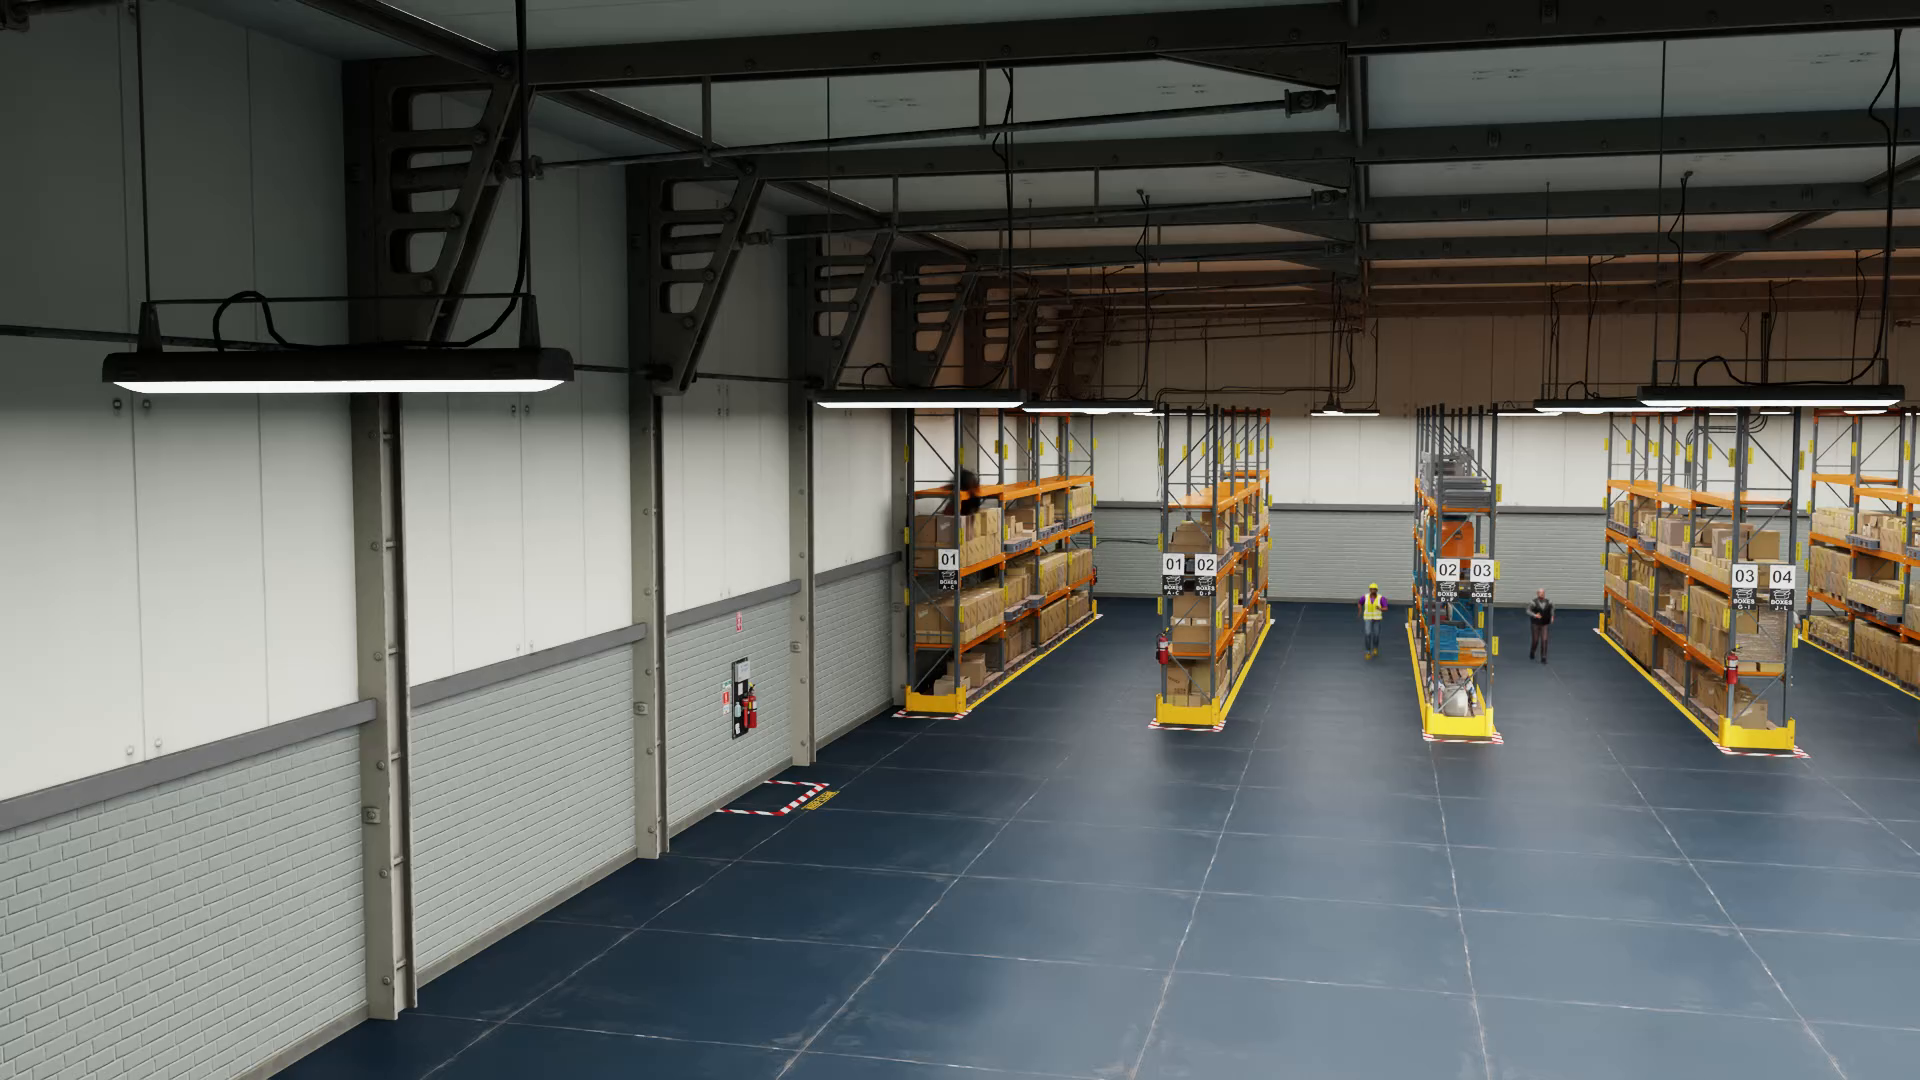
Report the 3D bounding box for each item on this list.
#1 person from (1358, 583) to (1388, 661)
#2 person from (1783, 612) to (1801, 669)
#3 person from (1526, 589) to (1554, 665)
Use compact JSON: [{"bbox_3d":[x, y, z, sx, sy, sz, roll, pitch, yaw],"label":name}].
[{"bbox_3d":[9.865,1.931,39.740,0.686,1.804,0.872,1,4,13],"label":"person"},{"bbox_3d":[18.616,2.186,37.512,0.618,1.638,0.742,1,4,15],"label":"person"},{"bbox_3d":[13.639,2.014,39.096,0.676,1.751,0.854,0,4,7],"label":"person"}]
